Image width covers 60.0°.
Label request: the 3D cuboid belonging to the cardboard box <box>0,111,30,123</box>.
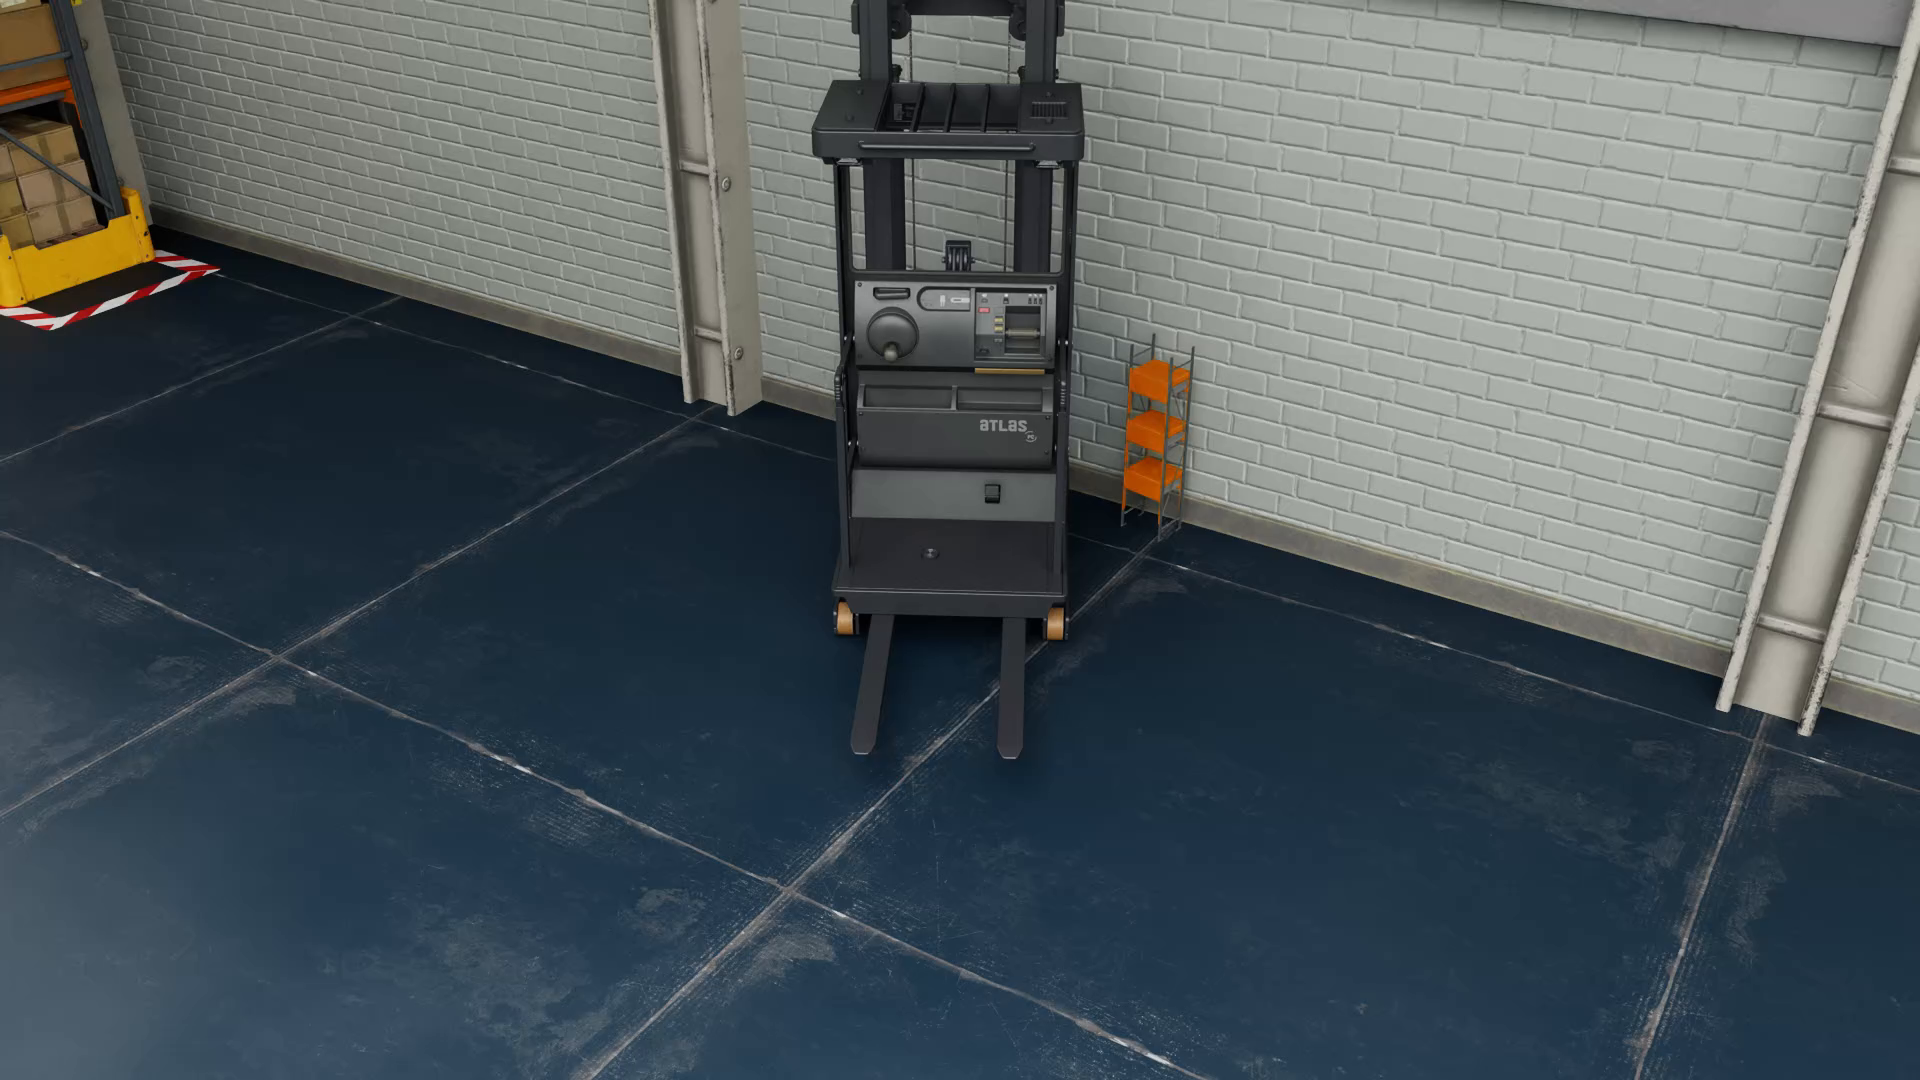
[{"bbox_3d":[-7.151,-2.964,12.173,0.500,0.250,0.500,18,35,27],"label":"cardboard box"}]

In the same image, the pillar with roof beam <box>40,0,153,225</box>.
[{"bbox_3d":[-8.818,-4.521,7.570,0.400,9.000,9.100,18,35,27],"label":"pillar with roof beam"}]

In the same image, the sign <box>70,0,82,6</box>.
[{"bbox_3d":[-6.119,-3.839,11.417,0.005,0.325,0.100,18,35,27],"label":"sign"}]

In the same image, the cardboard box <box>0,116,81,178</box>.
[{"bbox_3d":[-6.725,-2.831,11.946,0.500,0.250,0.500,17,34,27],"label":"cardboard box"}]

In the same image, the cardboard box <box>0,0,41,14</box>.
[{"bbox_3d":[-6.568,-3.721,11.409,0.250,0.149,0.380,17,34,26],"label":"cardboard box"}]

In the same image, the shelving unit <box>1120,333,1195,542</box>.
[{"bbox_3d":[1.017,-0.521,8.602,0.252,1.050,0.215,25,38,36],"label":"shelving unit"}]

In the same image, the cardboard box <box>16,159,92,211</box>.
[{"bbox_3d":[-6.707,-2.620,12.081,0.500,0.250,0.500,18,35,28],"label":"cardboard box"}]

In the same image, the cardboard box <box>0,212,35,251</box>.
[{"bbox_3d":[-6.985,-2.181,11.823,0.500,0.250,0.500,18,35,28],"label":"cardboard box"}]

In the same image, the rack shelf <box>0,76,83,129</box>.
[{"bbox_3d":[-8.113,-3.421,12.351,4.000,0.370,1.077,18,35,27],"label":"rack shelf"}]

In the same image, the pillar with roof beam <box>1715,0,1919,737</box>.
[{"bbox_3d":[1.346,-1.306,2.059,0.400,9.000,9.100,18,35,27],"label":"pillar with roof beam"}]

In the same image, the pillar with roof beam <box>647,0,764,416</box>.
[{"bbox_3d":[-3.736,-2.914,4.814,0.400,9.000,9.100,18,35,27],"label":"pillar with roof beam"}]

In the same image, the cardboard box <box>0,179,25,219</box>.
[{"bbox_3d":[-6.997,-2.403,11.708,0.500,0.250,0.500,17,34,27],"label":"cardboard box"}]

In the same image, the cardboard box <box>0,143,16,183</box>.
[{"bbox_3d":[-6.975,-2.612,11.570,0.500,0.250,0.500,19,35,29],"label":"cardboard box"}]

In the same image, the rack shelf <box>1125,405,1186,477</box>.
[{"bbox_3d":[1.017,-0.512,8.607,0.240,0.259,0.215,25,38,36],"label":"rack shelf"}]

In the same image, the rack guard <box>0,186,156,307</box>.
[{"bbox_3d":[-6.399,-2.110,11.871,0.348,0.500,1.175,18,35,27],"label":"rack guard"}]

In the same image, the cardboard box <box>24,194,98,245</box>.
[{"bbox_3d":[-6.731,-2.405,12.207,0.500,0.250,0.500,18,35,28],"label":"cardboard box"}]

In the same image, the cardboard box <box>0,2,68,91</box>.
[{"bbox_3d":[-6.691,-3.491,11.657,0.500,0.500,0.500,19,35,29],"label":"cardboard box"}]

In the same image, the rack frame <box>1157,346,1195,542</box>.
[{"bbox_3d":[1.107,-0.480,8.531,0.008,1.050,0.200,25,38,36],"label":"rack frame"}]

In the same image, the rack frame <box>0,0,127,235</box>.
[{"bbox_3d":[-6.419,-3.196,11.252,0.127,3.000,1.000,18,35,27],"label":"rack frame"}]

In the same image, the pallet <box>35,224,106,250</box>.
[{"bbox_3d":[-7.089,-2.179,12.275,1.213,0.211,1.003,18,35,27],"label":"pallet"}]

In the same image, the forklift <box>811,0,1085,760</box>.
[{"bbox_3d":[-0.029,-0.953,7.474,1.130,2.935,3.031,1,30,2],"label":"forklift"}]

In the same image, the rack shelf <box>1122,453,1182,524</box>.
[{"bbox_3d":[1.017,-0.272,8.747,0.240,0.259,0.215,25,38,36],"label":"rack shelf"}]

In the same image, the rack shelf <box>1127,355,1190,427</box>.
[{"bbox_3d":[1.017,-0.757,8.464,0.240,0.259,0.215,25,38,36],"label":"rack shelf"}]

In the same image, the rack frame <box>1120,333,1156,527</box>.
[{"bbox_3d":[0.927,-0.563,8.673,0.008,1.050,0.200,25,38,36],"label":"rack frame"}]
